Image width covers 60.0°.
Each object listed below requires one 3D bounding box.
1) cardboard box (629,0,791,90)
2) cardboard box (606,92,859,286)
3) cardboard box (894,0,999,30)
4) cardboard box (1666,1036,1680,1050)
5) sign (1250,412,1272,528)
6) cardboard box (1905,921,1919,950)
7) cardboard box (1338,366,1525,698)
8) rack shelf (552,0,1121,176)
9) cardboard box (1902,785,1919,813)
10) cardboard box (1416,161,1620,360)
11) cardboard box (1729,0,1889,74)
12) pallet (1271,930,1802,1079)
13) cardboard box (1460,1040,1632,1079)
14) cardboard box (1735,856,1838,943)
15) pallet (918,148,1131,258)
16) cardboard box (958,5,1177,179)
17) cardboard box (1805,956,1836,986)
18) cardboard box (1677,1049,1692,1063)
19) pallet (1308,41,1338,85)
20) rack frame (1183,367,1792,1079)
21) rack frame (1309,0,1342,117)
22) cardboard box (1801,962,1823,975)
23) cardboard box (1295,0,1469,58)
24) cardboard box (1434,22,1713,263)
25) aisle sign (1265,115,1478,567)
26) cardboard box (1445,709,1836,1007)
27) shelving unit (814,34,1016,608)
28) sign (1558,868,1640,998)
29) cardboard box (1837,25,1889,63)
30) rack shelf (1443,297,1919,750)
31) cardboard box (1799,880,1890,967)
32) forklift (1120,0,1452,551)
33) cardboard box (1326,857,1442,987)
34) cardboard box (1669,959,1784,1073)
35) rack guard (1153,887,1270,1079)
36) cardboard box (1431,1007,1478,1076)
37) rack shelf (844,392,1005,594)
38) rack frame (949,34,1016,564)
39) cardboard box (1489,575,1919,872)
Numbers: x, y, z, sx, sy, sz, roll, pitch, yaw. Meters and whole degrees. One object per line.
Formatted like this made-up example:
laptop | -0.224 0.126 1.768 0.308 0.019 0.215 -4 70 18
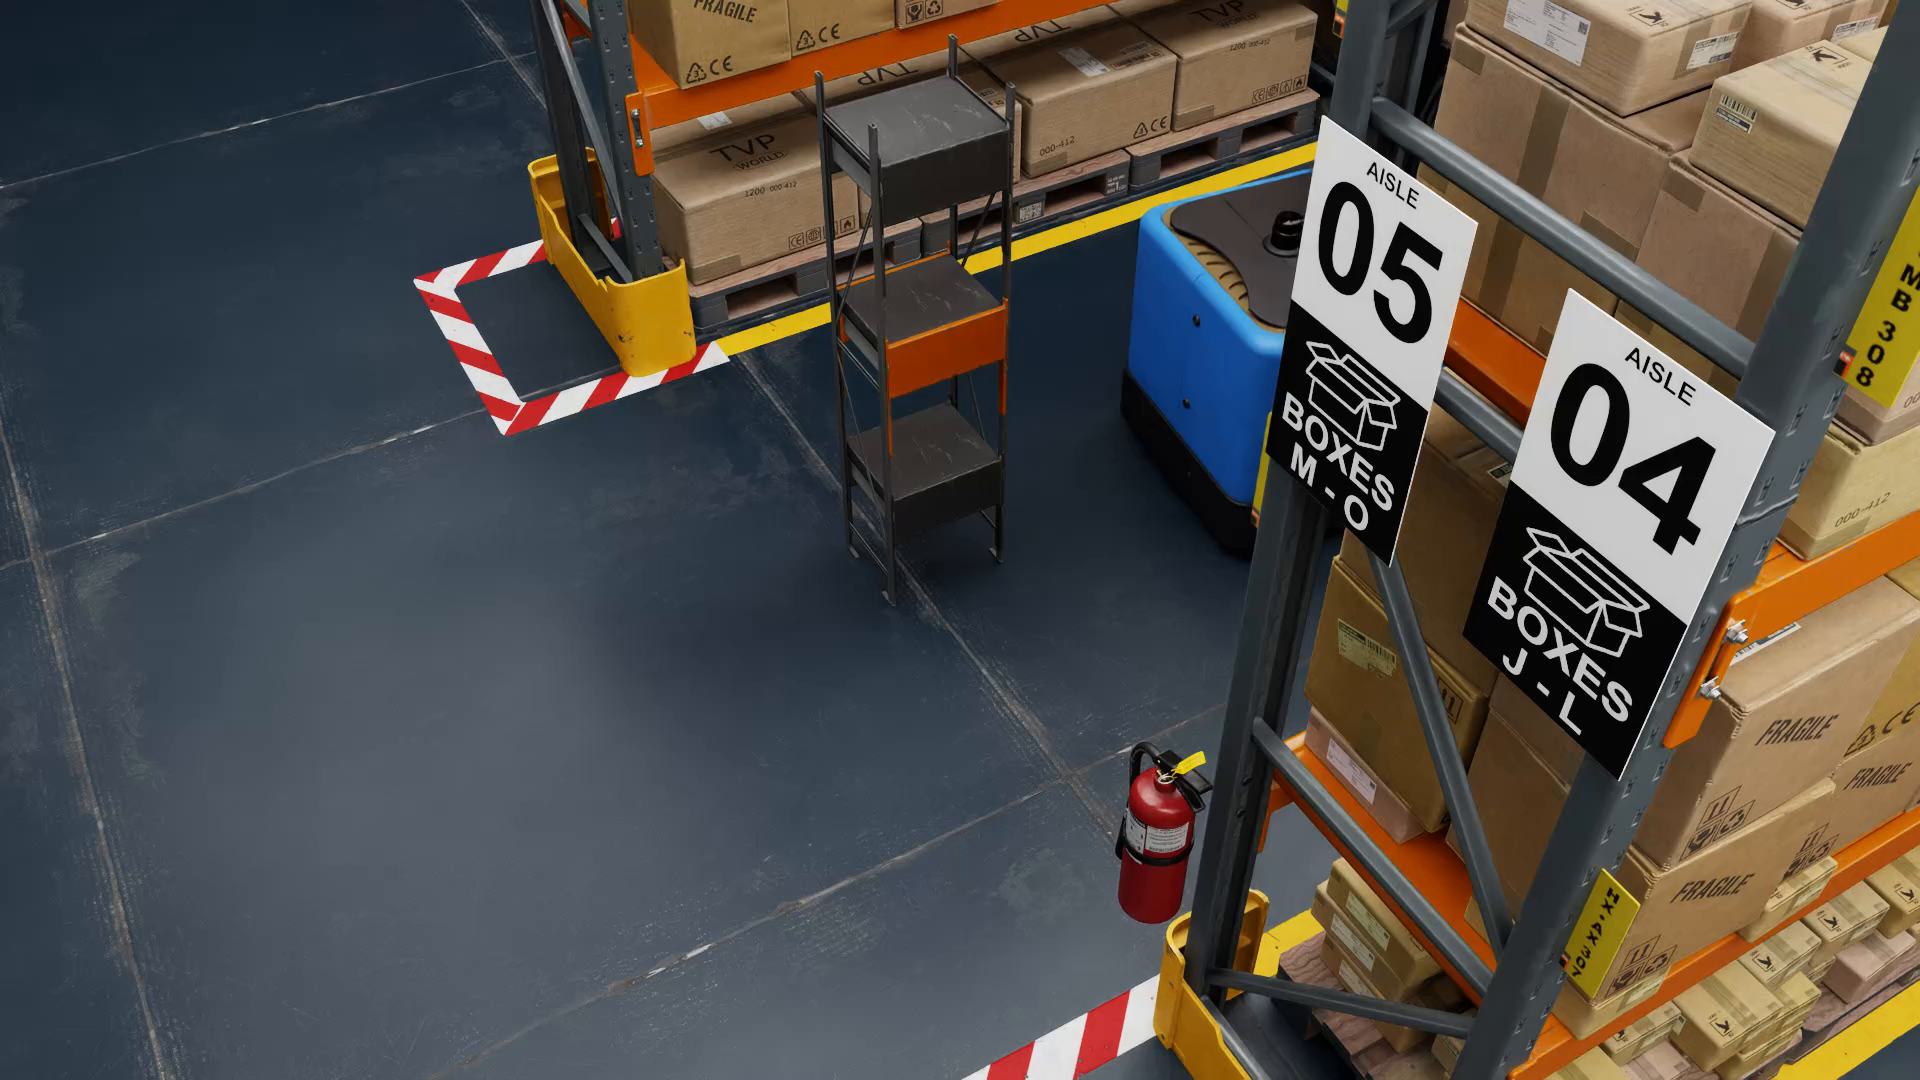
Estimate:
cardboard box | -1.042 -2.243 6.836 0.500 0.500 0.500 -22 48 -21
cardboard box | -1.079 -1.734 7.922 0.875 0.438 0.875 -23 49 -22
cardboard box | -0.168 -2.601 7.204 0.500 0.500 0.500 -22 48 -21
cardboard box | 1.968 1.280 4.809 0.250 0.149 0.380 -21 48 -20
sign | 0.693 -0.131 3.673 0.005 0.325 0.100 -22 48 -21
cardboard box | 2.900 1.079 5.230 0.250 0.149 0.380 -22 48 -21
cardboard box | 1.225 -0.070 3.665 0.500 0.500 0.500 -23 49 -22
rack shelf | 0.133 -2.650 7.843 4.000 0.370 1.077 -22 48 -21
cardboard box | 2.361 0.245 4.058 0.500 0.500 0.500 -21 48 -20
cardboard box | 1.215 -0.600 3.168 0.500 0.250 0.500 -23 49 -22
cardboard box | 1.346 -0.937 2.870 0.250 0.149 0.380 -21 48 -20
pallet | 1.740 1.454 5.100 1.213 0.211 1.003 -22 48 -21
cardboard box | 1.576 1.422 4.449 0.250 0.149 0.380 -24 49 -23
cardboard box | 1.856 0.742 4.012 0.250 0.149 0.380 -23 49 -22
pallet | 0.109 -1.958 8.616 1.213 0.211 1.003 -22 48 -21
cardboard box | 0.493 -2.369 8.575 0.875 0.438 0.875 -23 49 -22
cardboard box | 2.414 1.225 5.079 0.250 0.149 0.380 -22 48 -21
cardboard box | 1.964 1.394 4.906 0.250 0.149 0.380 -21 48 -21
pallet | 2.498 -2.914 9.601 1.213 0.211 1.003 -22 48 -21
rack frame | 0.952 0.740 3.833 0.127 3.000 1.000 -22 48 -21
rack frame | 1.867 -3.602 8.307 0.127 3.000 1.000 -22 48 -21
cardboard box | 2.427 1.107 4.988 0.250 0.149 0.380 -24 49 -23
cardboard box | 2.364 -3.253 9.173 0.875 0.875 0.875 -20 48 -20
cardboard box | 1.225 -0.775 2.990 0.500 0.250 0.500 -23 49 -22
aisle sign | 0.739 -0.349 3.089 0.004 0.787 0.394 -22 48 -21
cardboard box | 1.479 0.609 3.684 0.500 0.500 0.500 -20 47 -19
shelving unit | -0.144 -0.696 5.960 0.503 2.100 0.431 -22 48 -21
sign | 1.223 0.757 3.194 0.005 0.325 0.100 -22 48 -21
cardboard box | 1.576 -0.657 2.582 0.250 0.149 0.380 -20 48 -19
rack shelf | 2.686 -0.772 3.754 4.000 0.370 1.077 -22 48 -21
cardboard box | 2.456 1.018 4.866 0.250 0.149 0.380 -20 48 -19
forklift | 2.262 -1.682 6.378 3.031 2.935 1.130 -16 47 -16
cardboard box | 1.285 1.062 4.820 0.250 0.149 0.380 -21 48 -20
cardboard box | 2.037 1.244 4.633 0.250 0.149 0.380 -22 48 -21
rack guard | 1.018 1.611 4.731 0.348 0.500 1.175 -22 48 -21
cardboard box | 1.534 1.479 4.604 0.250 0.149 0.380 -20 48 -19
rack shelf | -0.144 -0.184 6.457 0.480 0.518 0.431 -22 48 -21
rack frame | 0.068 -0.781 6.047 0.015 2.100 0.400 -22 48 -21
cardboard box | 1.474 0.243 3.342 0.500 0.500 0.500 -22 48 -21
